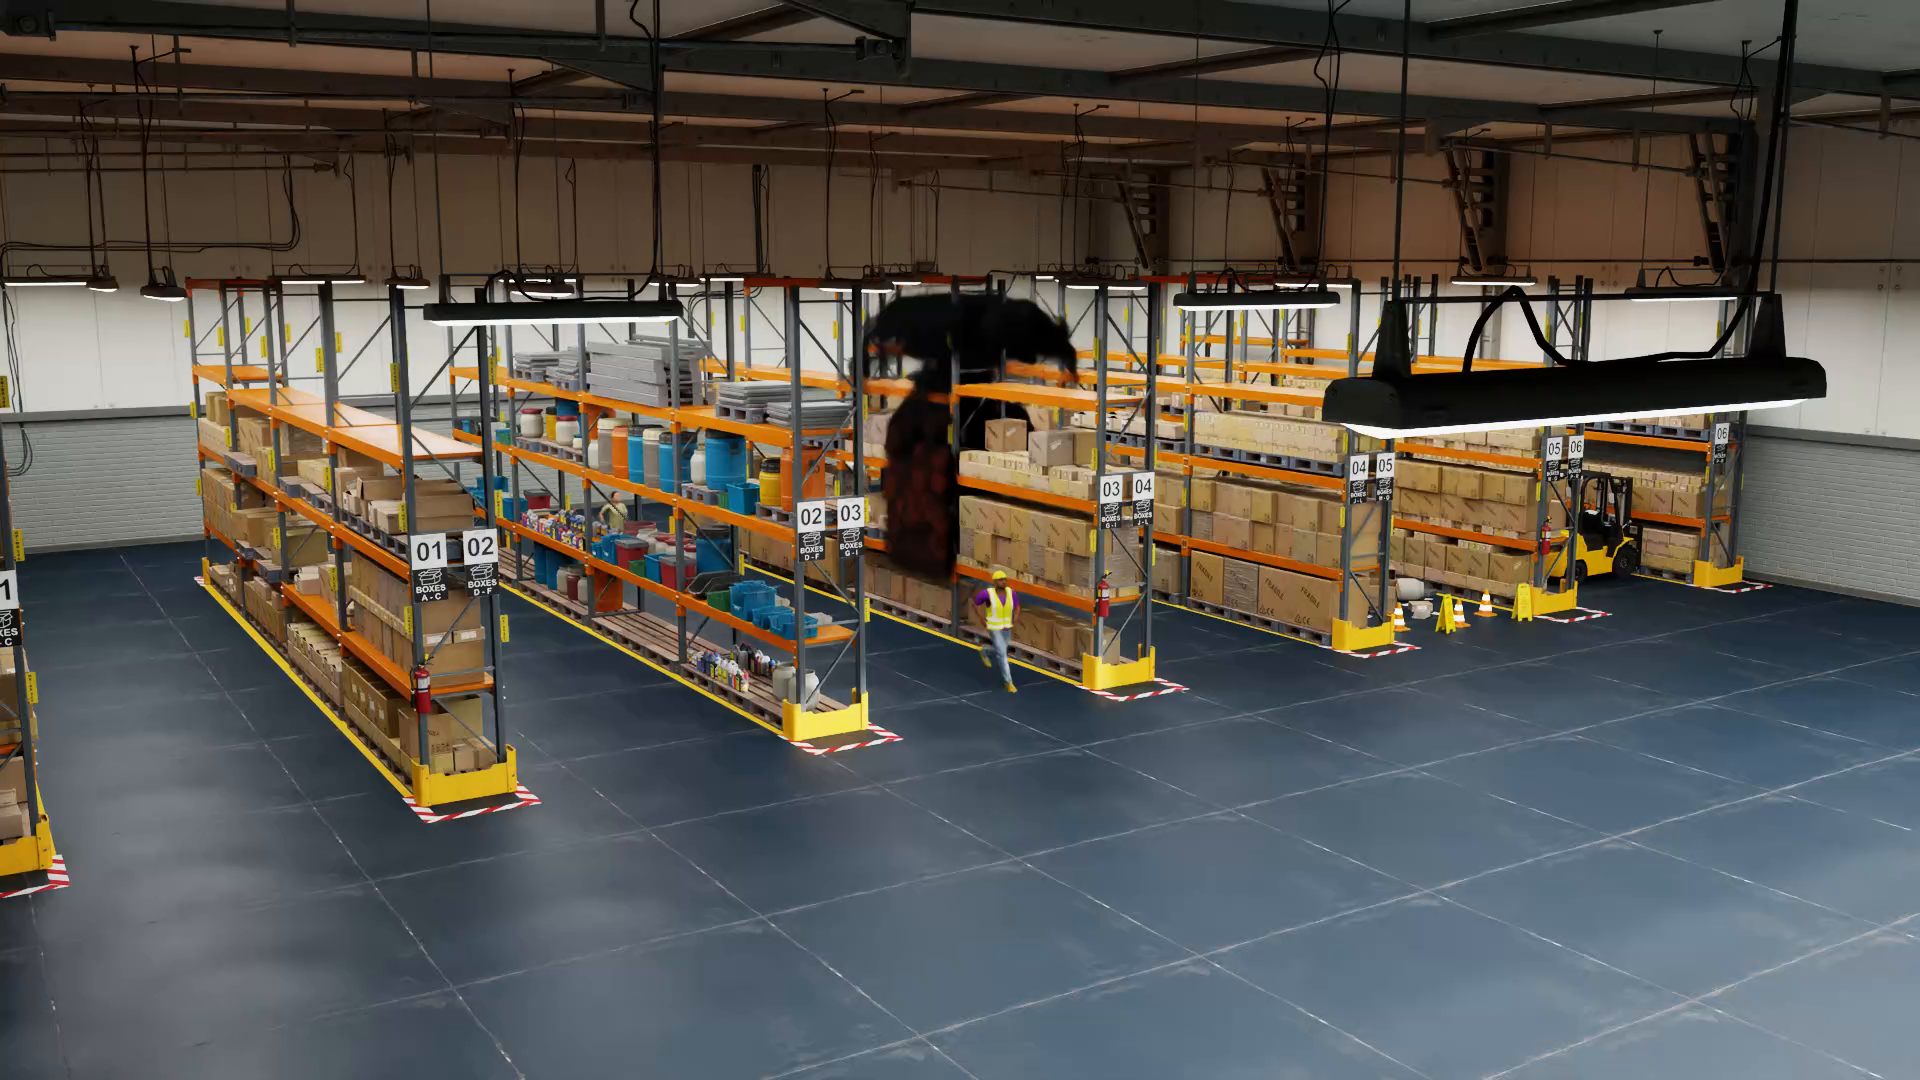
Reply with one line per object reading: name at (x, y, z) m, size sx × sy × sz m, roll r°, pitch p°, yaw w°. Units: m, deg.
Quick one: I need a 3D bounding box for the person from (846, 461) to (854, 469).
person at (-2.893, -1.443, 41.747) m, size 0.738 × 1.705 × 0.642 m, roll -3°, pitch 10°, yaw -20°

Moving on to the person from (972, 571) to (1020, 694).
person at (0.591, 1.324, 24.948) m, size 0.666 × 1.775 × 1.141 m, roll -6°, pitch 11°, yaw -32°

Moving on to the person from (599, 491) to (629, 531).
person at (-7.050, -0.206, 34.243) m, size 0.561 × 1.629 × 0.591 m, roll -9°, pitch 13°, yaw -44°
